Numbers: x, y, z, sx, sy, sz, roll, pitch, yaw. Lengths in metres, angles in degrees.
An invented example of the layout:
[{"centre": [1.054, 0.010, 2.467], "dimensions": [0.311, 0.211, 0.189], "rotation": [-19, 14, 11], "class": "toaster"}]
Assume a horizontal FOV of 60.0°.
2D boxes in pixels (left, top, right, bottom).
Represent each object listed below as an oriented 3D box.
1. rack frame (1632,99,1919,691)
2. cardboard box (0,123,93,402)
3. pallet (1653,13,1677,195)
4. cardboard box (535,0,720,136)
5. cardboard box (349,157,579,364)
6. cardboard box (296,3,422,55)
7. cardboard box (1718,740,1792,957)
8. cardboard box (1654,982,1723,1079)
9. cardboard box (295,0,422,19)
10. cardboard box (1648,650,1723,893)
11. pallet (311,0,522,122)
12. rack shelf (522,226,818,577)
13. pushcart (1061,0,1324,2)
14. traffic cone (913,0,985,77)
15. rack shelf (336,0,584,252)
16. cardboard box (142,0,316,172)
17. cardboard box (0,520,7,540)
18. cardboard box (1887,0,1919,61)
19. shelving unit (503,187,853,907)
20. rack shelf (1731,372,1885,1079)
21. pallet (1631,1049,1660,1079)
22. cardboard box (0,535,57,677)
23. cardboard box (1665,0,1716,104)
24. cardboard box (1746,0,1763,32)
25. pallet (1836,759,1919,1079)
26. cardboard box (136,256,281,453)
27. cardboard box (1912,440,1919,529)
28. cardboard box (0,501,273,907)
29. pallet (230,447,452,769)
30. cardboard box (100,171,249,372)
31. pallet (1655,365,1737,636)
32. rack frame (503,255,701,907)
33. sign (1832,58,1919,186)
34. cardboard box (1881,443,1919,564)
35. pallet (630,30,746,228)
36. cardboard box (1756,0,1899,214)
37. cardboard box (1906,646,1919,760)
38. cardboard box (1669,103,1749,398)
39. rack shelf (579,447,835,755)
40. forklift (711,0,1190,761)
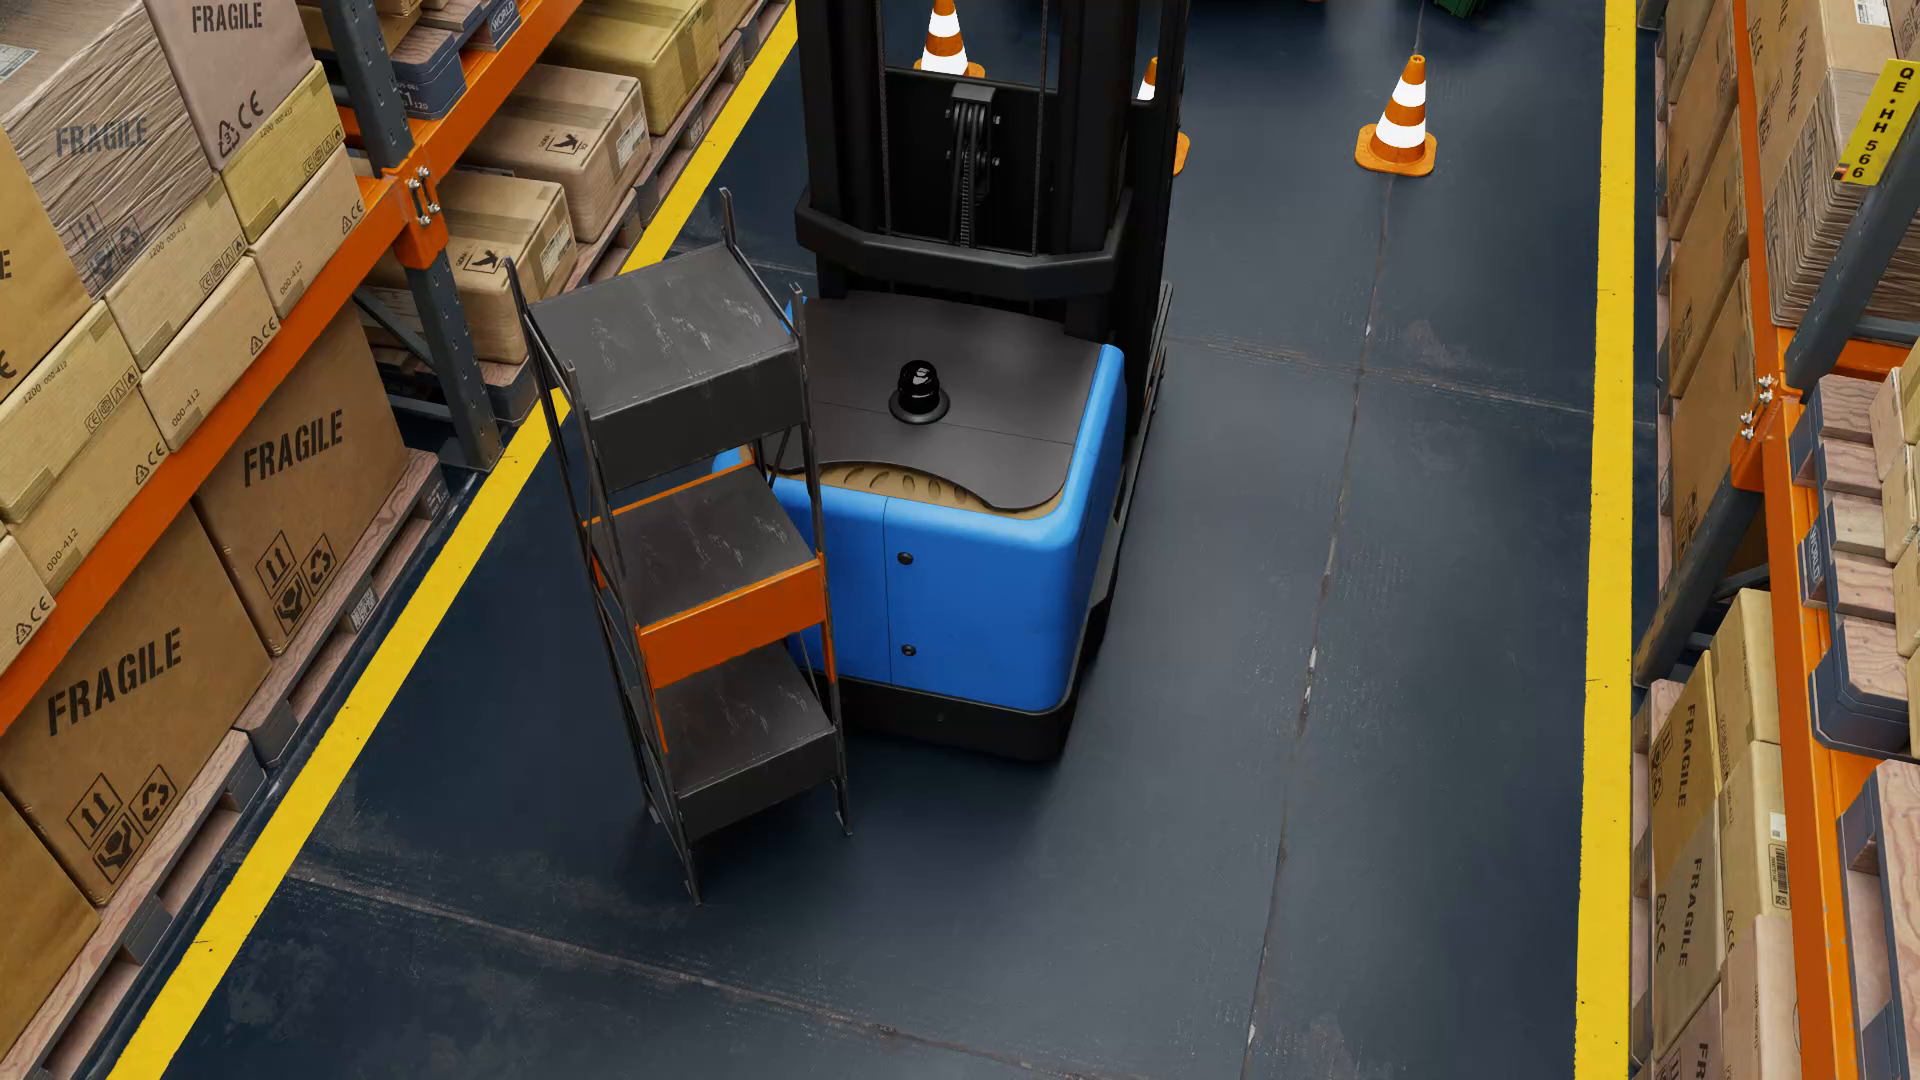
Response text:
[{"centre": [2.654, -0.465, 4.160], "dimensions": [1.000, 3.000, 0.127], "rotation": [12, 50, 10], "class": "rack frame"}, {"centre": [-2.296, -0.577, 3.525], "dimensions": [0.500, 0.500, 0.500], "rotation": [12, 50, 10], "class": "cardboard box"}, {"centre": [3.577, -1.863, 7.253], "dimensions": [1.003, 0.211, 1.213], "rotation": [12, 50, 10], "class": "pallet"}, {"centre": [-1.598, -2.128, 7.100], "dimensions": [0.950, 0.372, 0.625], "rotation": [13, 50, 11], "class": "cardboard box"}, {"centre": [-1.990, -1.045, 6.144], "dimensions": [0.950, 0.372, 0.625], "rotation": [9, 49, 7], "class": "cardboard box"}, {"centre": [-1.883, -1.623, 5.069], "dimensions": [0.380, 0.149, 0.250], "rotation": [9, 49, 8], "class": "cardboard box"}, {"centre": [2.106, 0.793, 3.937], "dimensions": [0.500, 0.250, 0.500], "rotation": [11, 49, 10], "class": "cardboard box"}, {"centre": [1.962, 1.421, 3.882], "dimensions": [0.500, 0.500, 0.500], "rotation": [10, 49, 9], "class": "cardboard box"}, {"centre": [-1.806, -1.919, 4.898], "dimensions": [0.500, 0.500, 0.500], "rotation": [10, 49, 9], "class": "cardboard box"}, {"centre": [2.222, 0.684, 4.532], "dimensions": [0.500, 0.500, 0.500], "rotation": [10, 49, 8], "class": "cardboard box"}, {"centre": [-2.063, -1.842, 5.503], "dimensions": [1.213, 0.211, 1.003], "rotation": [12, 50, 10], "class": "pallet"}, {"centre": [-0.638, -0.309, 3.707], "dimensions": [0.480, 0.518, 0.431], "rotation": [-22, 52, -18], "class": "rack shelf"}, {"centre": [1.118, -2.981, 8.129], "dimensions": [1.648, 0.377, 0.936], "rotation": [-4, 49, -3], "class": "pushcart"}, {"centre": [-0.071, -2.249, 7.427], "dimensions": [0.336, 0.463, 0.334], "rotation": [12, 50, 10], "class": "traffic cone"}, {"centre": [-1.621, -2.577, 6.504], "dimensions": [1.077, 0.370, 4.000], "rotation": [12, 50, 10], "class": "rack shelf"}, {"centre": [-2.032, -1.307, 4.169], "dimensions": [0.500, 0.500, 0.500], "rotation": [10, 49, 9], "class": "cardboard box"}, {"centre": [-2.413, 0.037, 3.483], "dimensions": [0.500, 0.250, 0.500], "rotation": [10, 49, 9], "class": "cardboard box"}, {"centre": [2.914, -1.518, 4.355], "dimensions": [0.700, 0.500, 0.500], "rotation": [11, 49, 9], "class": "cardboard box"}, {"centre": [-0.638, 0.145, 4.221], "dimensions": [0.503, 2.100, 0.431], "rotation": [-22, 52, -18], "class": "shelving unit"}, {"centre": [2.128, 1.220, 3.153], "dimensions": [1.077, 0.370, 4.000], "rotation": [12, 50, 10], "class": "rack shelf"}, {"centre": [2.124, 1.902, 3.930], "dimensions": [1.003, 0.211, 1.213], "rotation": [12, 50, 10], "class": "pallet"}, {"centre": [-2.405, 0.206, 3.668], "dimensions": [0.500, 0.250, 0.500], "rotation": [11, 49, 9], "class": "cardboard box"}, {"centre": [3.630, -2.286, 6.987], "dimensions": [1.050, 0.750, 0.750], "rotation": [11, 50, 10], "class": "cardboard box"}, {"centre": [2.909, -1.971, 5.422], "dimensions": [0.500, 0.500, 0.500], "rotation": [12, 50, 11], "class": "cardboard box"}, {"centre": [2.173, 1.038, 2.961], "dimensions": [1.003, 0.211, 1.213], "rotation": [12, 50, 10], "class": "pallet"}, {"centre": [-2.150, -0.530, 4.317], "dimensions": [0.500, 0.250, 0.500], "rotation": [12, 50, 11], "class": "cardboard box"}, {"centre": [2.264, -0.113, 3.538], "dimensions": [0.380, 0.149, 0.250], "rotation": [14, 50, 12], "class": "cardboard box"}, {"centre": [-2.649, 0.323, 4.601], "dimensions": [0.875, 0.875, 0.875], "rotation": [12, 50, 10], "class": "cardboard box"}, {"centre": [-2.428, 0.109, 5.513], "dimensions": [1.003, 0.211, 1.213], "rotation": [12, 50, 10], "class": "pallet"}, {"centre": [-2.162, -0.713, 4.145], "dimensions": [0.500, 0.250, 0.500], "rotation": [10, 49, 9], "class": "cardboard box"}, {"centre": [2.934, -0.098, 5.695], "dimensions": [1.003, 0.211, 1.213], "rotation": [12, 50, 10], "class": "pallet"}, {"centre": [-0.852, 0.233, 4.144], "dimensions": [0.015, 2.100, 0.400], "rotation": [-22, 52, -18], "class": "rack frame"}, {"centre": [2.118, -0.955, 3.820], "dimensions": [0.100, 0.325, 0.005], "rotation": [12, 50, 10], "class": "sign"}, {"centre": [2.271, -0.043, 3.675], "dimensions": [0.380, 0.149, 0.250], "rotation": [14, 50, 12], "class": "cardboard box"}, {"centre": [-1.618, -1.891, 7.278], "dimensions": [1.003, 0.211, 1.213], "rotation": [12, 50, 10], "class": "pallet"}, {"centre": [2.646, -1.237, 4.775], "dimensions": [0.500, 0.500, 0.500], "rotation": [12, 50, 10], "class": "cardboard box"}, {"centre": [2.131, 0.348, 3.330], "dimensions": [0.380, 0.149, 0.250], "rotation": [14, 50, 12], "class": "cardboard box"}, {"centre": [3.128, -0.915, 5.778], "dimensions": [1.050, 0.750, 0.750], "rotation": [12, 50, 11], "class": "cardboard box"}, {"centre": [-0.638, 0.154, 4.231], "dimensions": [0.480, 0.518, 0.431], "rotation": [-22, 52, -18], "class": "rack shelf"}, {"centre": [0.147, -1.429, 5.056], "dimensions": [1.130, 2.935, 3.031], "rotation": [10, 49, 9], "class": "forklift"}]
